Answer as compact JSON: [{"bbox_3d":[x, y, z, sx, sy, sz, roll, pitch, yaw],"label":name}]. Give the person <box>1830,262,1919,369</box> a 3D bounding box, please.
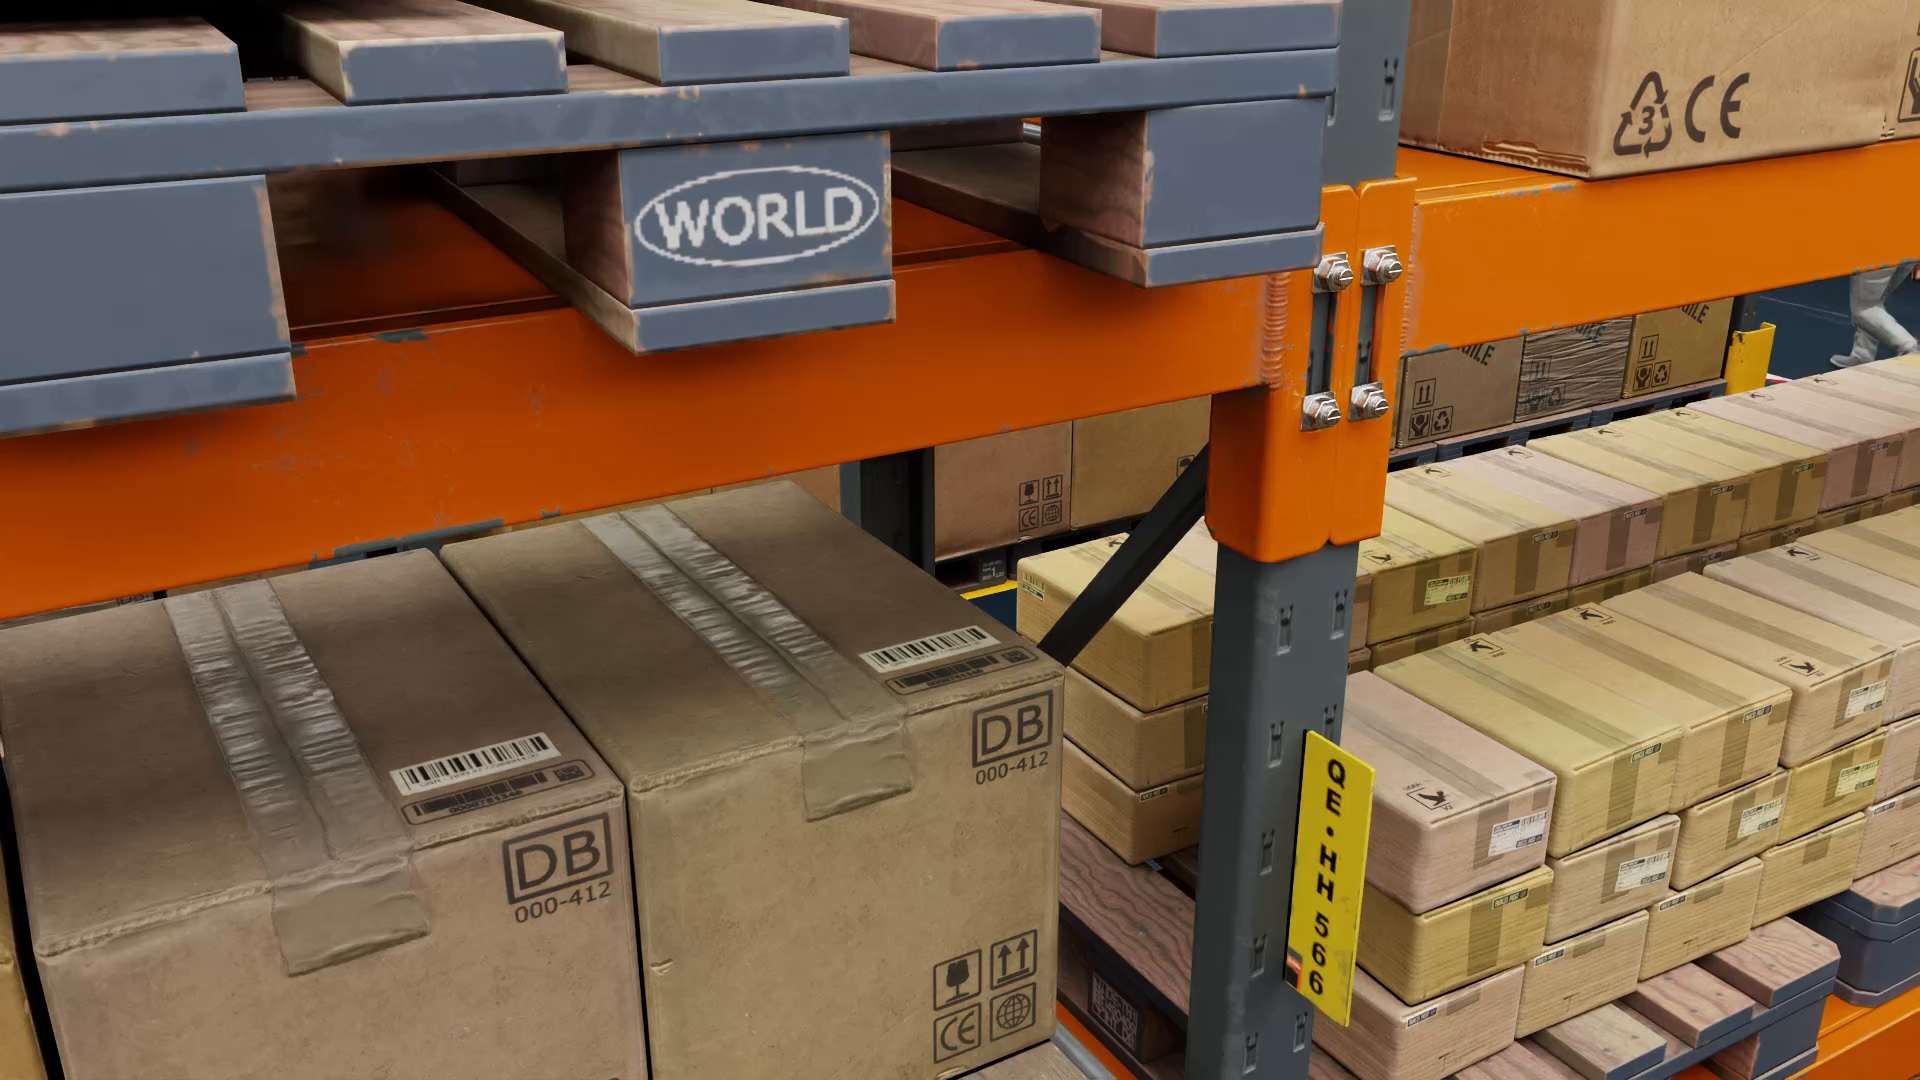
[{"bbox_3d":[5.906,-1.811,10.581,0.501,1.624,0.750,-5,22,-12],"label":"person"}]
